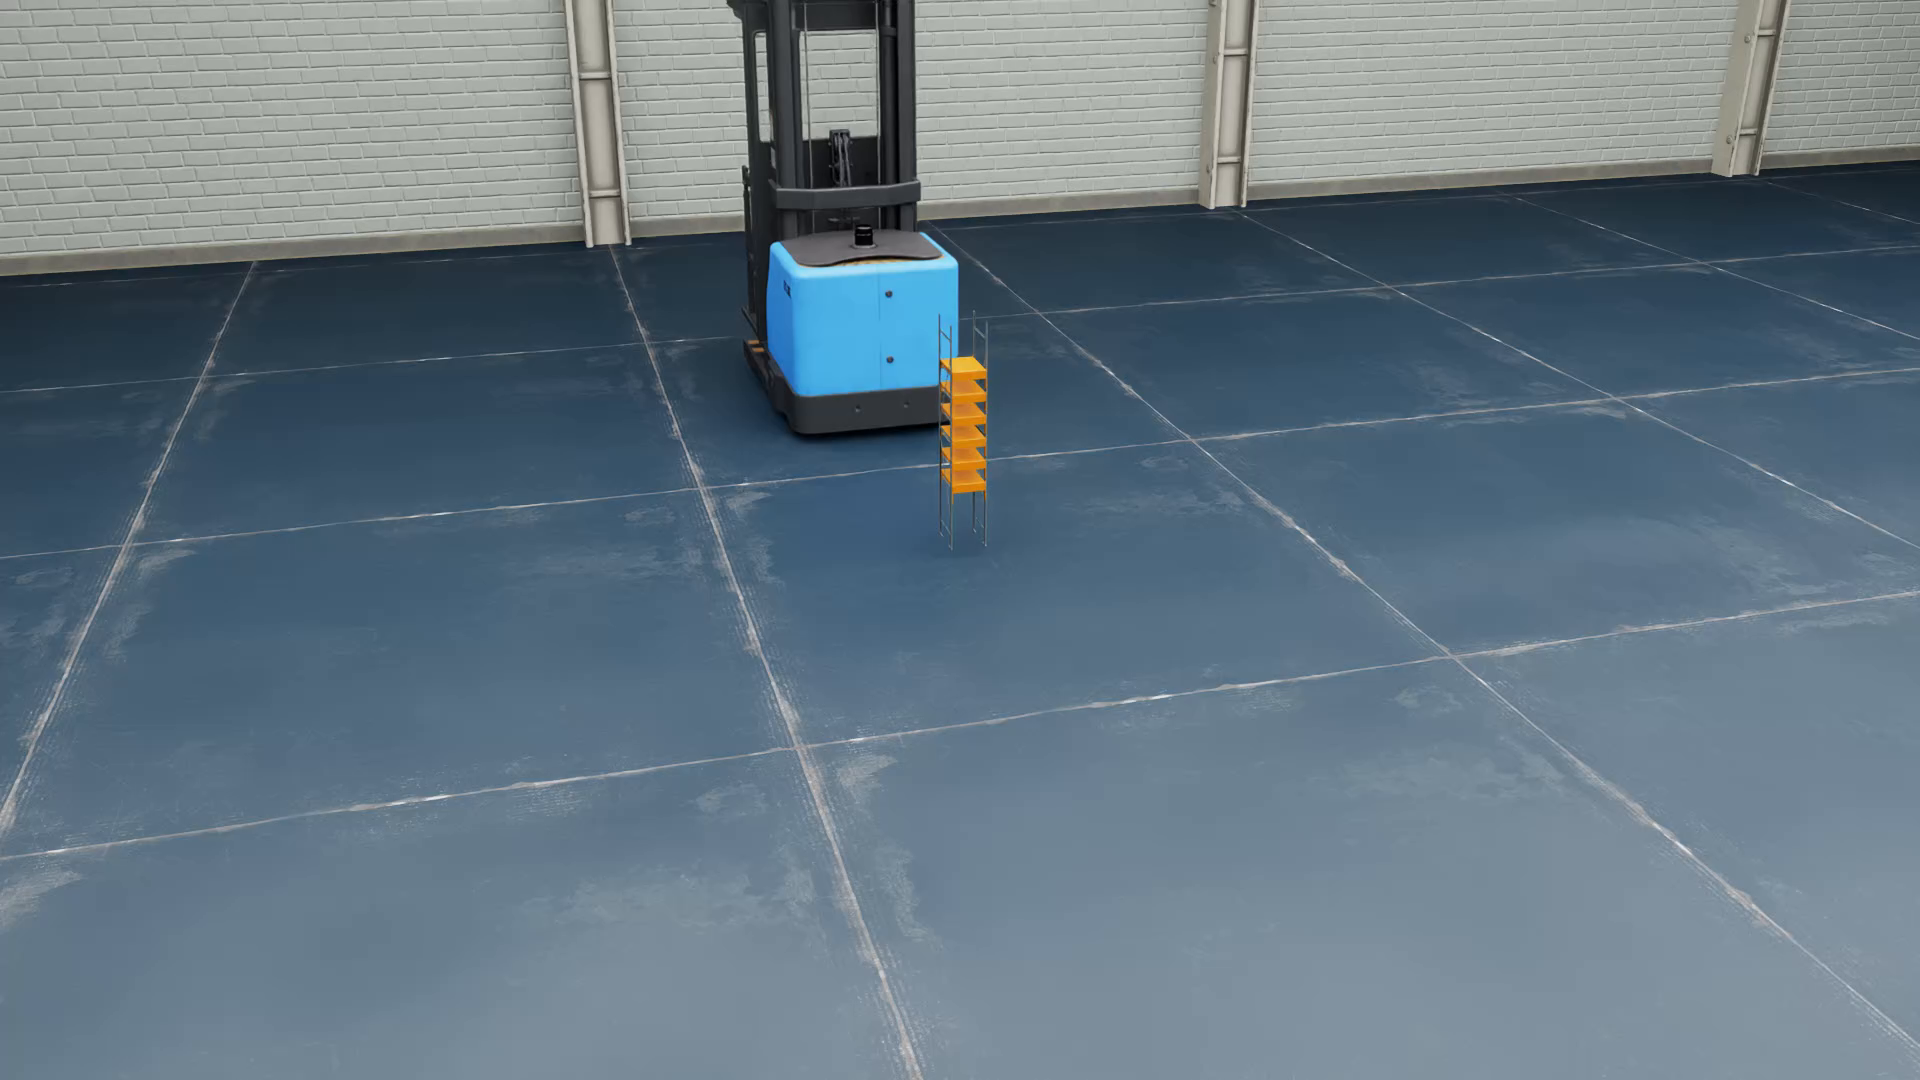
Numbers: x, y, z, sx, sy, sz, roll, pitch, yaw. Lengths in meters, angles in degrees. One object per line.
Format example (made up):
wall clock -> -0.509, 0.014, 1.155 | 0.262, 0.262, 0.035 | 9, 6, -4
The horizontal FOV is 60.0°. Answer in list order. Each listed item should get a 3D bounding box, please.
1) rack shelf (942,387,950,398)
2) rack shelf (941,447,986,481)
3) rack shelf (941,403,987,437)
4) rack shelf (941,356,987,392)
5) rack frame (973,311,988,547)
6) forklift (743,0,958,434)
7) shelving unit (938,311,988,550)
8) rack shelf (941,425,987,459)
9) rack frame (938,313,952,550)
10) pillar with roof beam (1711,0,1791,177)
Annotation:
rack shelf -> 0.014, -0.751, 8.432 | 0.166, 0.020, 0.199 | -6, 24, -14
rack shelf -> 0.014, -0.402, 8.582 | 0.180, 0.103, 0.258 | -6, 24, -14
rack shelf -> 0.014, -0.622, 8.487 | 0.180, 0.103, 0.258 | -6, 24, -14
rack shelf -> 0.014, -0.843, 8.393 | 0.180, 0.103, 0.258 | -6, 24, -14
rack frame -> 0.102, -0.563, 8.540 | 0.006, 1.200, 0.240 | -6, 24, -14
forklift -> -0.886, -2.541, 10.955 | 1.130, 2.935, 3.031 | -6, 24, -14
shelving unit -> 0.014, -0.553, 8.517 | 0.189, 1.200, 0.258 | -6, 24, -14
rack shelf -> 0.014, -0.512, 8.535 | 0.180, 0.103, 0.258 | -6, 24, -14
rack frame -> -0.074, -0.543, 8.494 | 0.006, 1.200, 0.240 | -6, 24, -14
pillar with roof beam -> 9.537, -6.469, 12.413 | 0.400, 9.000, 9.100 | -6, 24, -14
